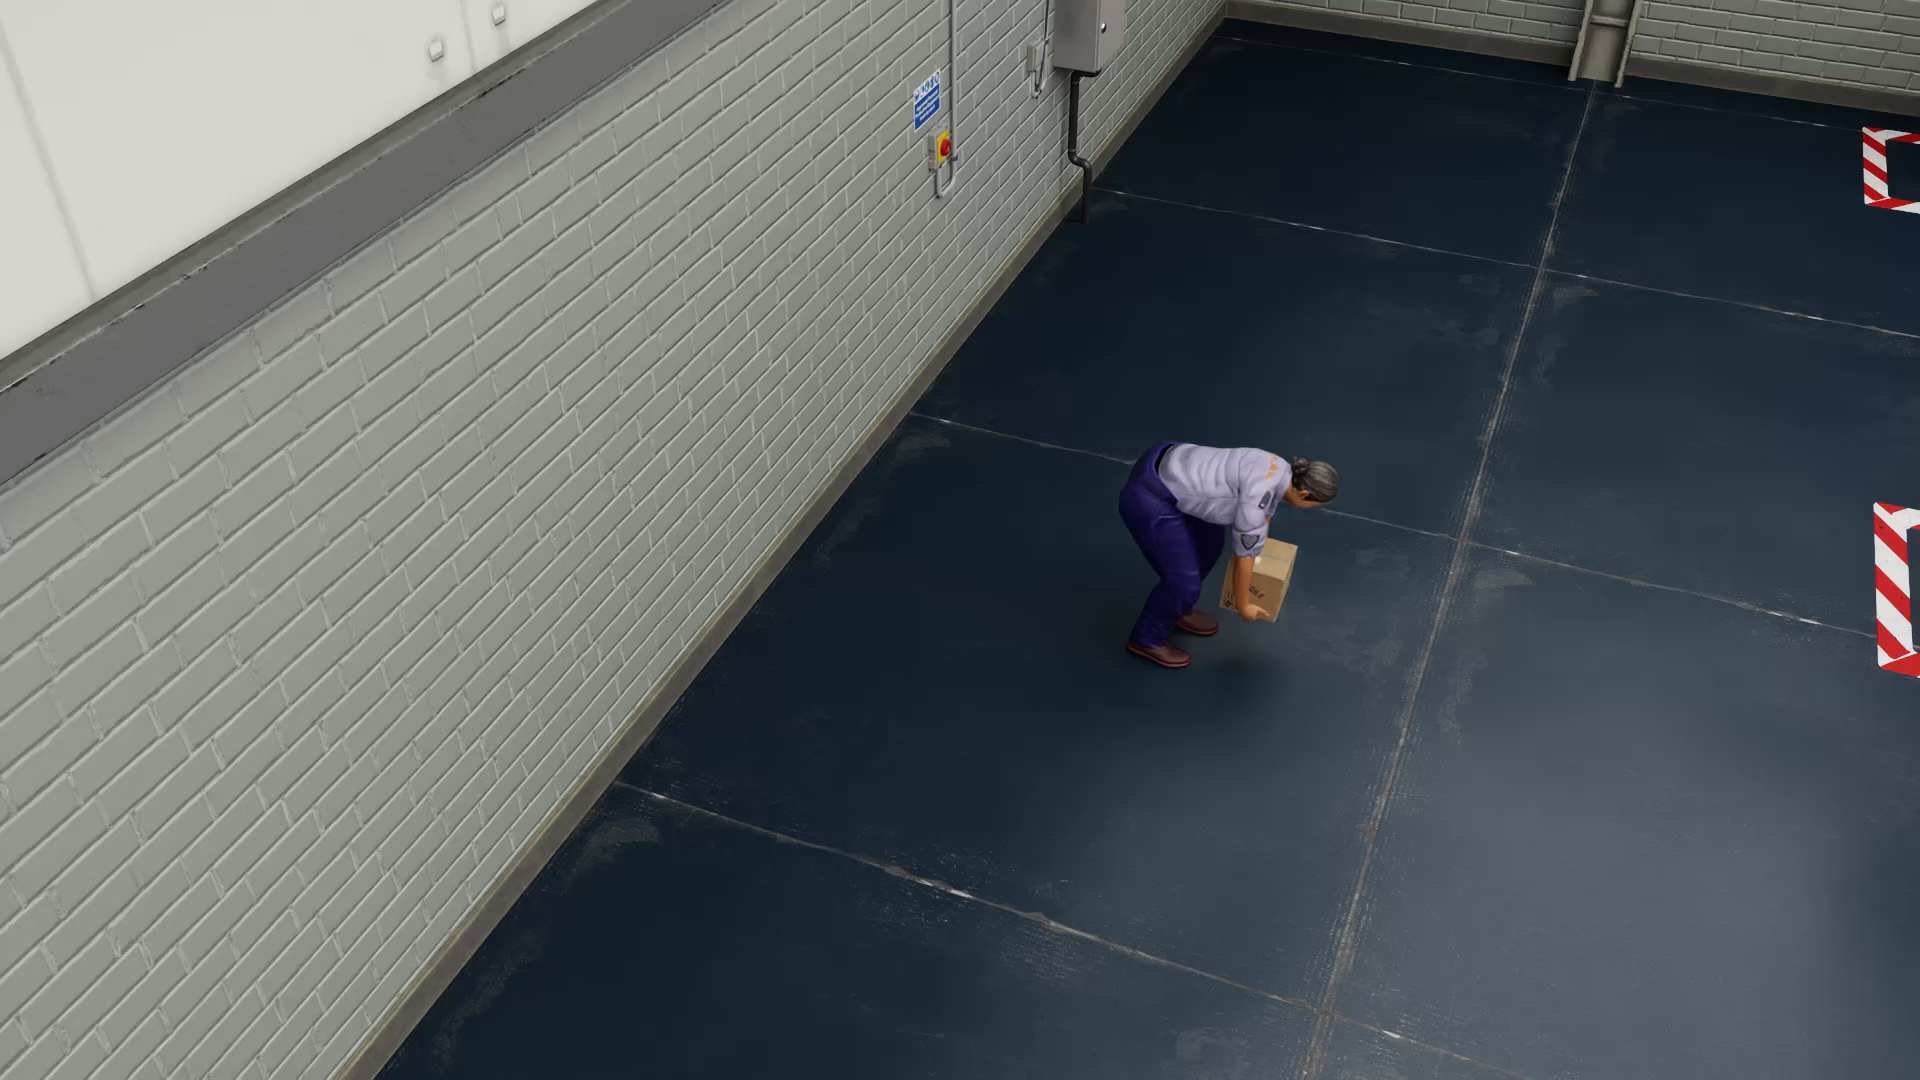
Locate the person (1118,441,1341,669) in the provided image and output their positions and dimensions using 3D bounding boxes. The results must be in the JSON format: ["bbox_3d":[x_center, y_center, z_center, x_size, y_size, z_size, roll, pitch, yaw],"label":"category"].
[{"bbox_3d":[1.131,0.055,7.203,0.898,1.111,0.459,13,40,16],"label":"person"}]
